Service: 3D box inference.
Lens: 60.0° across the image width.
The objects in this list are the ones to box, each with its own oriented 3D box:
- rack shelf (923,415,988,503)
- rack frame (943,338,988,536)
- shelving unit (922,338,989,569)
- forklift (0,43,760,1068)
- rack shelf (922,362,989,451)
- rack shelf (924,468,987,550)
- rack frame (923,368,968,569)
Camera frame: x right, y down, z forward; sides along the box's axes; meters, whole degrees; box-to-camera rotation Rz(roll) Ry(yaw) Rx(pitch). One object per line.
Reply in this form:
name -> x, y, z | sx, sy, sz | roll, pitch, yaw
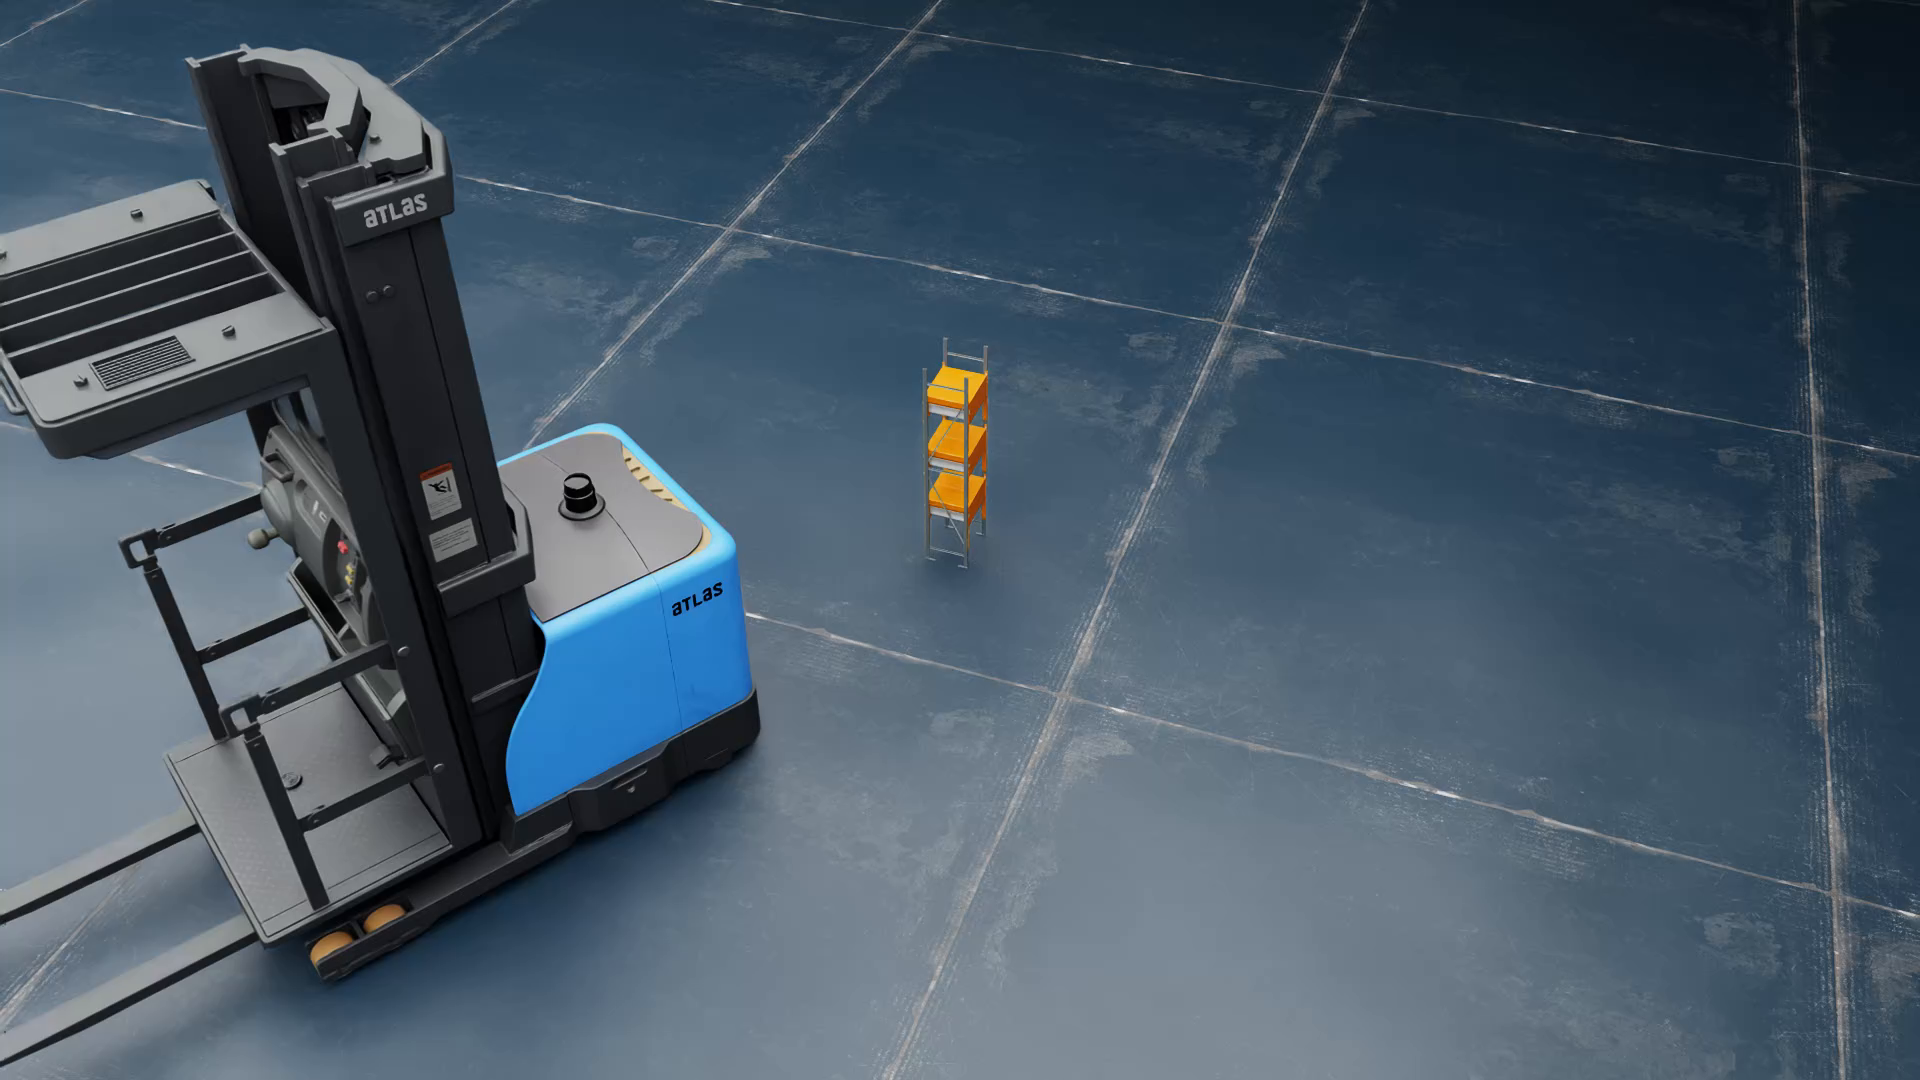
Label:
rack shelf -> -0.018, -0.359, 7.331 | 0.215, 0.259, 0.240 | 13, 42, 15
rack frame -> 0.023, -0.441, 7.412 | 0.200, 1.050, 0.008 | 13, 42, 15
shelving unit -> -0.018, -0.367, 7.325 | 0.215, 1.050, 0.252 | 13, 42, 15
forklift -> -2.281, 0.044, 5.394 | 3.031, 2.935, 1.130 | -27, 47, -28
rack shelf -> -0.018, -0.575, 7.147 | 0.215, 0.259, 0.240 | 13, 42, 15
rack shelf -> -0.018, -0.147, 7.512 | 0.215, 0.259, 0.240 | 13, 42, 15
rack frame -> -0.060, -0.292, 7.237 | 0.200, 1.050, 0.008 | 13, 42, 15
